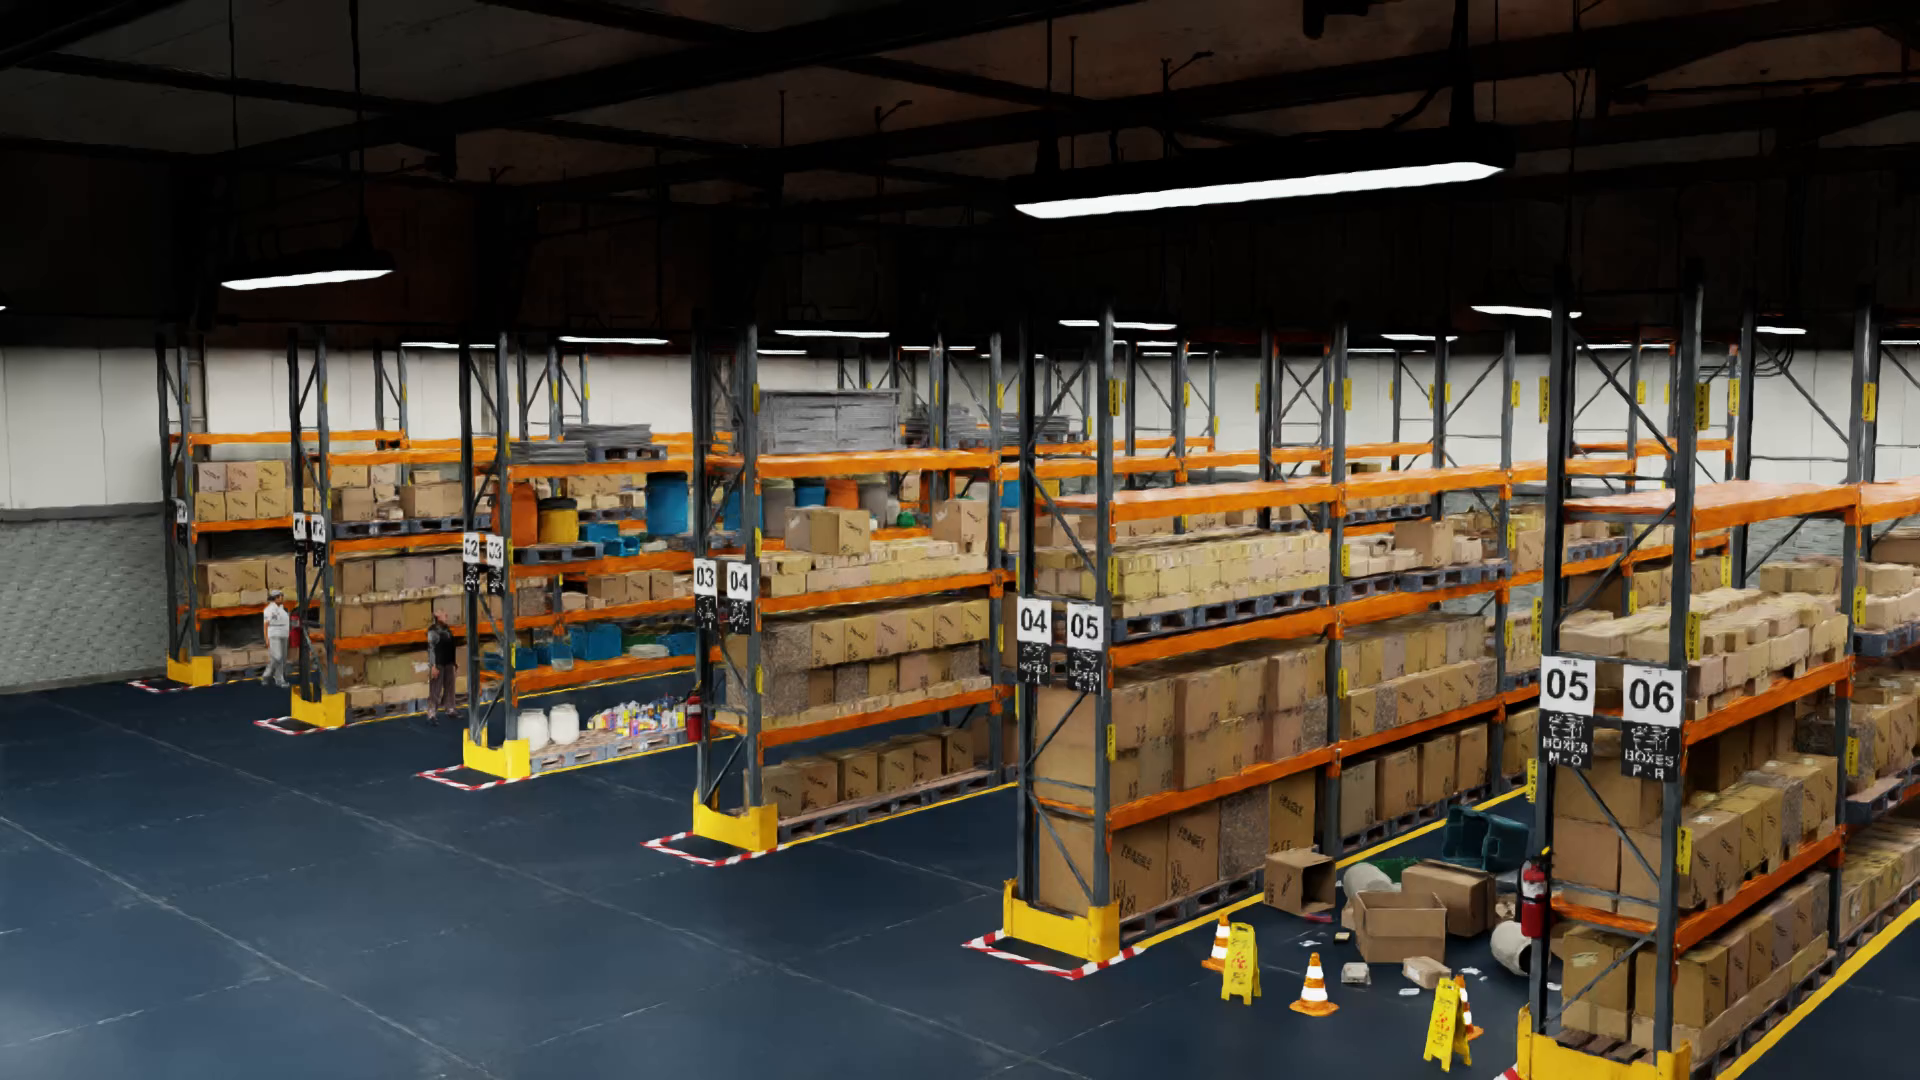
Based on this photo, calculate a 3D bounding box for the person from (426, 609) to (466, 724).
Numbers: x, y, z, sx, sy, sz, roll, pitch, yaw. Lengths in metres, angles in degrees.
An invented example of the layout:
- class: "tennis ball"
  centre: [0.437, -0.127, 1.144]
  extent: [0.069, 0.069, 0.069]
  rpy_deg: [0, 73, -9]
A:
- class: "person"
  centre: [-7.859, 1.911, 25.333]
  extent: [0.463, 1.731, 0.598]
  rpy_deg: [2, 6, 16]

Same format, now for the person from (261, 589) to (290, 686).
- class: "person"
  centre: [-11.698, 1.673, 28.411]
  extent: [0.439, 1.660, 0.531]
  rpy_deg: [1, 6, 15]
